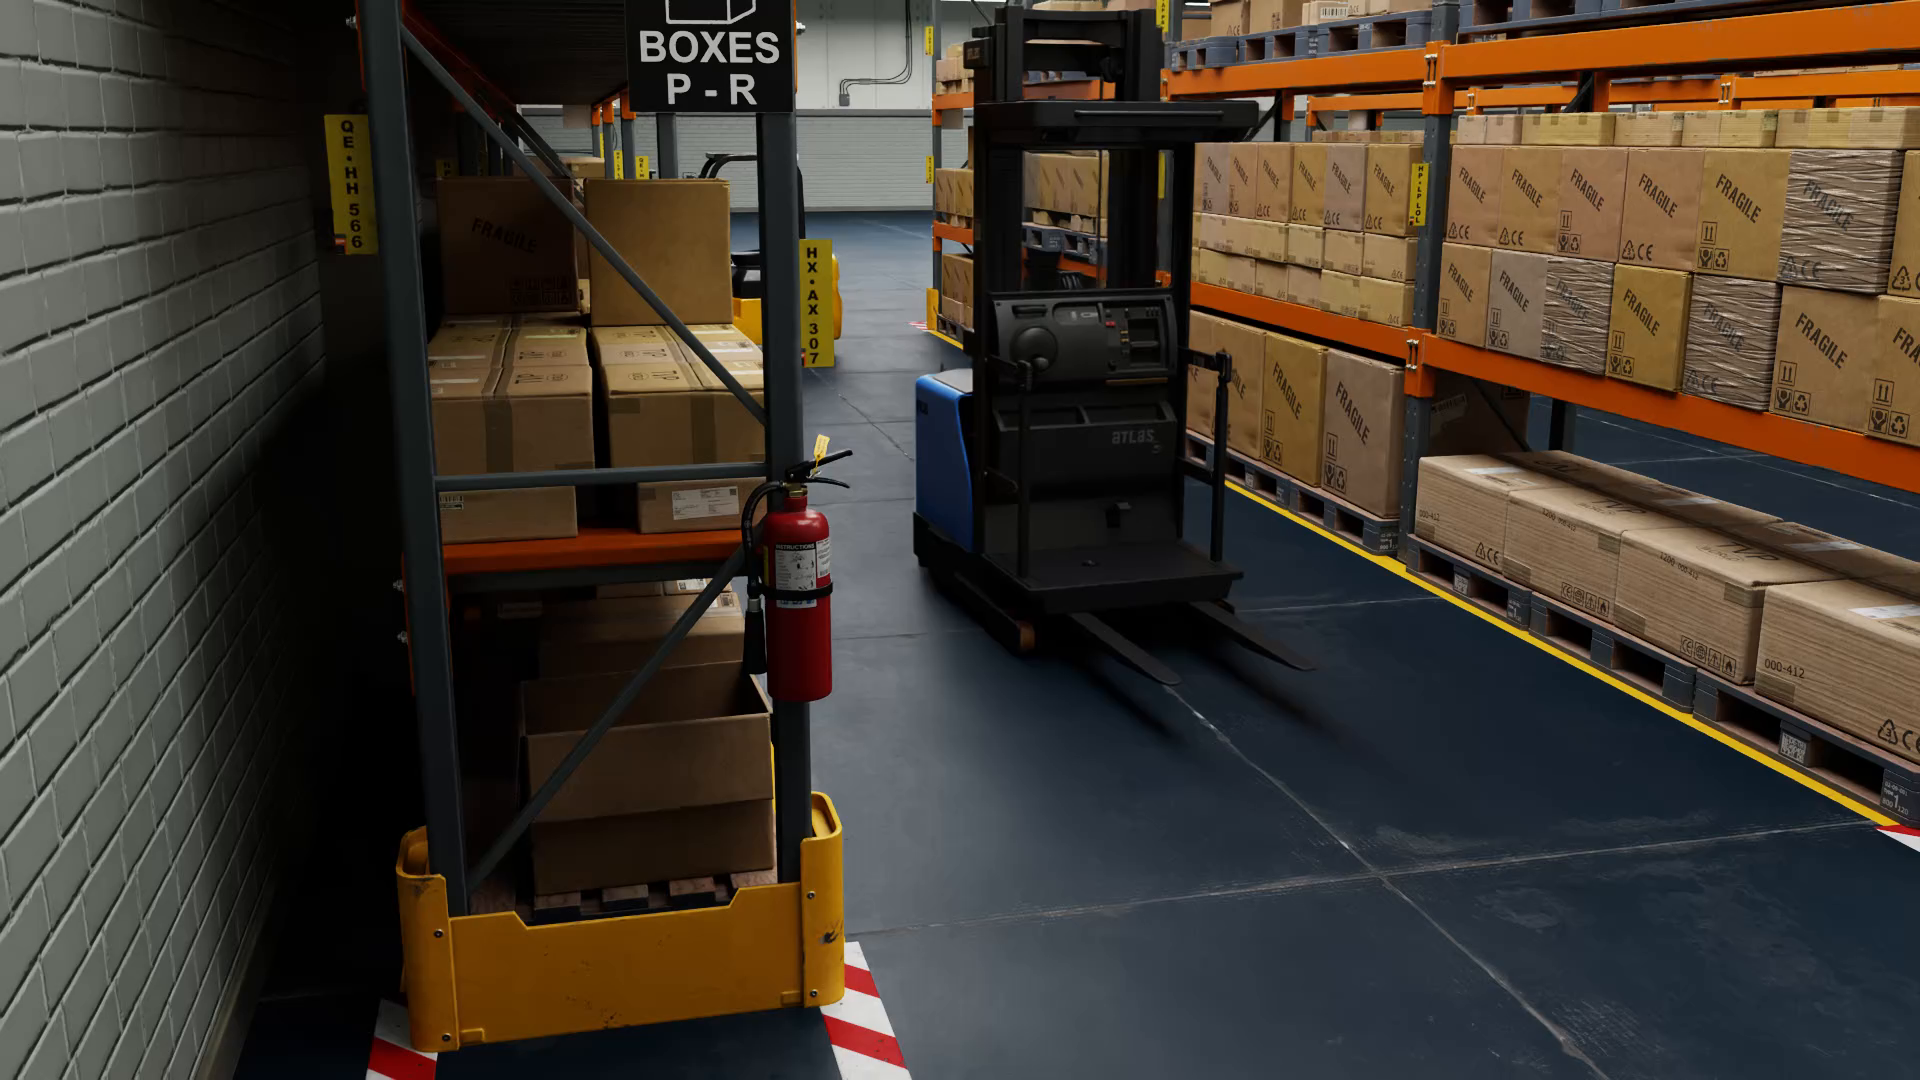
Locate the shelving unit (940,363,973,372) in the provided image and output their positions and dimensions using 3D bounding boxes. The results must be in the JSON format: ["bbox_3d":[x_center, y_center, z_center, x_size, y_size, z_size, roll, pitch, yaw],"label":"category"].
[{"bbox_3d":[0.013,-0.498,9.752,0.215,1.050,0.252,-3,14,-13],"label":"shelving unit"}]

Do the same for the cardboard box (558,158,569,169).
[{"bbox_3d":[-4.209,-4.108,18.217,0.380,0.149,0.250,-3,14,-13],"label":"cardboard box"}]

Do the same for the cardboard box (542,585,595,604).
[{"bbox_3d":[-1.361,0.270,6.884,0.700,0.500,0.500,-4,14,-15],"label":"cardboard box"}]

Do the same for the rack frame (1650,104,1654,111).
[{"bbox_3d":[9.797,-4.676,22.747,1.000,3.000,0.127,-3,14,-13],"label":"rack frame"}]

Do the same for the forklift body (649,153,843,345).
[{"bbox_3d":[-2.442,-3.098,18.077,2.313,2.155,1.214,-3,14,-13],"label":"forklift body"}]

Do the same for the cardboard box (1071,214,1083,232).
[{"bbox_3d":[1.205,-2.836,14.858,0.380,0.149,0.250,-3,14,-11],"label":"cardboard box"}]

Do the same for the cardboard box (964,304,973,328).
[{"bbox_3d":[0.337,-2.547,18.942,0.500,0.250,0.500,-2,14,-9],"label":"cardboard box"}]

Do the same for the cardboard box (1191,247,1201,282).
[{"bbox_3d":[1.913,-2.078,12.430,0.500,0.250,0.500,-4,14,-14],"label":"cardboard box"}]

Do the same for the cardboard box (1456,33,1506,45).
[{"bbox_3d":[5.526,-5.381,17.905,0.500,0.250,0.500,-3,14,-14],"label":"cardboard box"}]

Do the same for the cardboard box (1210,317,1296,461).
[{"bbox_3d":[2.329,-1.080,11.620,0.875,0.875,0.875,-3,14,-13],"label":"cardboard box"}]

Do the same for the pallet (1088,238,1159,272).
[{"bbox_3d":[1.772,-2.344,13.603,1.213,0.211,1.003,-3,14,-13],"label":"pallet"}]

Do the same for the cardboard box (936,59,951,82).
[{"bbox_3d":[0.023,-5.522,19.577,0.500,0.250,0.500,-4,14,-14],"label":"cardboard box"}]

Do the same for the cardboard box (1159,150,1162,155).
[{"bbox_3d":[1.693,-3.599,15.249,0.380,0.149,0.250,-4,14,-16],"label":"cardboard box"}]

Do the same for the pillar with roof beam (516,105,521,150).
[{"bbox_3d":[-6.825,-12.326,41.419,9.100,9.000,0.400,-3,14,-13],"label":"pillar with roof beam"}]

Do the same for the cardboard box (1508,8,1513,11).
[{"bbox_3d":[3.205,-3.086,9.317,0.396,0.266,0.258,-3,14,-14],"label":"cardboard box"}]

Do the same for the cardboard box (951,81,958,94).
[{"bbox_3d":[0.104,-5.246,19.287,0.380,0.149,0.250,-3,14,-12],"label":"cardboard box"}]

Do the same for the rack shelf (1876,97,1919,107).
[{"bbox_3d":[11.206,-4.400,16.811,1.077,0.370,4.000,-3,14,-13],"label":"rack shelf"}]

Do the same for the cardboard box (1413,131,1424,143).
[{"bbox_3d":[5.596,-4.305,18.637,0.875,0.550,0.550,-3,14,-13],"label":"cardboard box"}]

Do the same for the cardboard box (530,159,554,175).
[{"bbox_3d":[-4.388,-3.846,17.144,0.380,0.149,0.250,-3,14,-12],"label":"cardboard box"}]

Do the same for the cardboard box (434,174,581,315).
[{"bbox_3d":[-1.751,-1.156,6.446,0.500,0.500,0.500,-4,14,-15],"label":"cardboard box"}]

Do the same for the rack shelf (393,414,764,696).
[{"bbox_3d":[-1.372,-0.267,6.216,1.077,0.370,4.000,-3,14,-13],"label":"rack shelf"}]

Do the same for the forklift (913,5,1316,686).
[{"bbox_3d":[0.679,-0.997,7.831,1.130,2.935,3.031,-4,14,-17],"label":"forklift"}]

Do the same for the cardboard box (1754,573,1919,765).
[{"bbox_3d":[3.669,0.461,6.233,0.875,0.438,0.875,-4,14,-15],"label":"cardboard box"}]

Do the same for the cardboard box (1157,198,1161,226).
[{"bbox_3d":[1.666,-2.765,13.201,0.500,0.500,0.500,-4,14,-15],"label":"cardboard box"}]

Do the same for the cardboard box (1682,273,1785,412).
[{"bbox_3d":[3.317,-0.813,6.722,0.500,0.500,0.500,-3,14,-12],"label":"cardboard box"}]

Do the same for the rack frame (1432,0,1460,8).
[{"bbox_3d":[2.982,-4.270,8.443,1.000,3.000,0.127,-3,14,-13],"label":"rack frame"}]

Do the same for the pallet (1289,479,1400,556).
[{"bbox_3d":[2.728,-0.175,10.197,1.003,0.211,1.213,-3,14,-13],"label":"pallet"}]

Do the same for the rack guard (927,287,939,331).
[{"bbox_3d":[0.182,-2.892,20.711,1.175,0.500,0.348,-3,14,-13],"label":"rack guard"}]

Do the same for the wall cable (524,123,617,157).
[{"bbox_3d":[-11.825,-12.715,49.555,3.097,2.526,0.112,-3,14,-13],"label":"wall cable"}]

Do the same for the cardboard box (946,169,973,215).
[{"bbox_3d":[0.130,-4.073,19.440,0.500,0.500,0.500,-3,14,-11],"label":"cardboard box"}]

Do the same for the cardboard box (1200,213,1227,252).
[{"bbox_3d":[2.042,-2.198,11.867,0.500,0.250,0.500,-3,14,-12],"label":"cardboard box"}]

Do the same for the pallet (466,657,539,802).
[{"bbox_3d":[-1.392,0.717,6.547,1.003,0.211,1.213,-3,14,-13],"label":"pallet"}]

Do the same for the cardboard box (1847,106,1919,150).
[{"bbox_3d":[3.417,-1.466,5.922,0.380,0.149,0.250,-3,14,-14],"label":"cardboard box"}]

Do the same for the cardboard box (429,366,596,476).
[{"bbox_3d":[-1.269,-0.318,4.598,0.500,0.250,0.500,-3,14,-12],"label":"cardboard box"}]

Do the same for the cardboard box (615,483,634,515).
[{"bbox_3d":[-0.818,-0.180,4.874,0.380,0.149,0.250,-3,14,-12],"label":"cardboard box"}]

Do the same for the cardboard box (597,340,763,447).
[{"bbox_3d":[-0.866,-0.463,5.190,0.500,0.250,0.500,-3,14,-13],"label":"cardboard box"}]

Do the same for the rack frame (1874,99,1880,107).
[{"bbox_3d":[10.736,-3.753,18.970,1.000,3.000,0.127,-3,14,-13],"label":"rack frame"}]

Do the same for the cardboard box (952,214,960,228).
[{"bbox_3d":[0.114,-3.728,19.394,0.380,0.149,0.250,-3,14,-12],"label":"cardboard box"}]

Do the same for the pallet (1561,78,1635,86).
[{"bbox_3d":[6.362,-4.346,15.474,1.003,0.211,1.213,-3,14,-11],"label":"pallet"}]

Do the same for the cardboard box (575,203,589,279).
[{"bbox_3d":[-1.738,-1.455,8.465,0.700,0.500,0.500,-3,14,-12],"label":"cardboard box"}]

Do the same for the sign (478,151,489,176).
[{"bbox_3d":[-3.320,-2.531,11.529,0.100,0.325,0.005,-3,14,-13],"label":"sign"}]

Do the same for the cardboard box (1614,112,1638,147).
[{"bbox_3d":[3.153,-1.826,7.396,0.380,0.149,0.250,-3,14,-13],"label":"cardboard box"}]

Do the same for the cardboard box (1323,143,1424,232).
[{"bbox_3d":[2.504,-2.098,9.876,0.500,0.500,0.500,-3,14,-12],"label":"cardboard box"}]

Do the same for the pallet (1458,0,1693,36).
[{"bbox_3d":[3.164,-2.580,8.035,1.003,0.211,1.213,-3,14,-13],"label":"pallet"}]

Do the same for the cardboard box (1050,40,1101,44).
[{"bbox_3d":[1.111,-4.400,14.729,0.500,0.250,0.500,-3,14,-14],"label":"cardboard box"}]

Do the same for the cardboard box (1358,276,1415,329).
[{"bbox_3d":[2.632,-1.372,9.539,0.500,0.250,0.500,-4,14,-15],"label":"cardboard box"}]

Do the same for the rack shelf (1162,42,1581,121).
[{"bbox_3d":[2.512,-2.925,10.773,1.077,0.370,4.000,-3,14,-13],"label":"rack shelf"}]

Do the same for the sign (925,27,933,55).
[{"bbox_3d":[-0.364,-5.975,19.902,0.100,0.325,0.005,-3,14,-13],"label":"sign"}]

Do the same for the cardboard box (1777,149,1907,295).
[{"bbox_3d":[3.426,-1.184,6.135,0.500,0.500,0.500,-3,14,-13],"label":"cardboard box"}]
